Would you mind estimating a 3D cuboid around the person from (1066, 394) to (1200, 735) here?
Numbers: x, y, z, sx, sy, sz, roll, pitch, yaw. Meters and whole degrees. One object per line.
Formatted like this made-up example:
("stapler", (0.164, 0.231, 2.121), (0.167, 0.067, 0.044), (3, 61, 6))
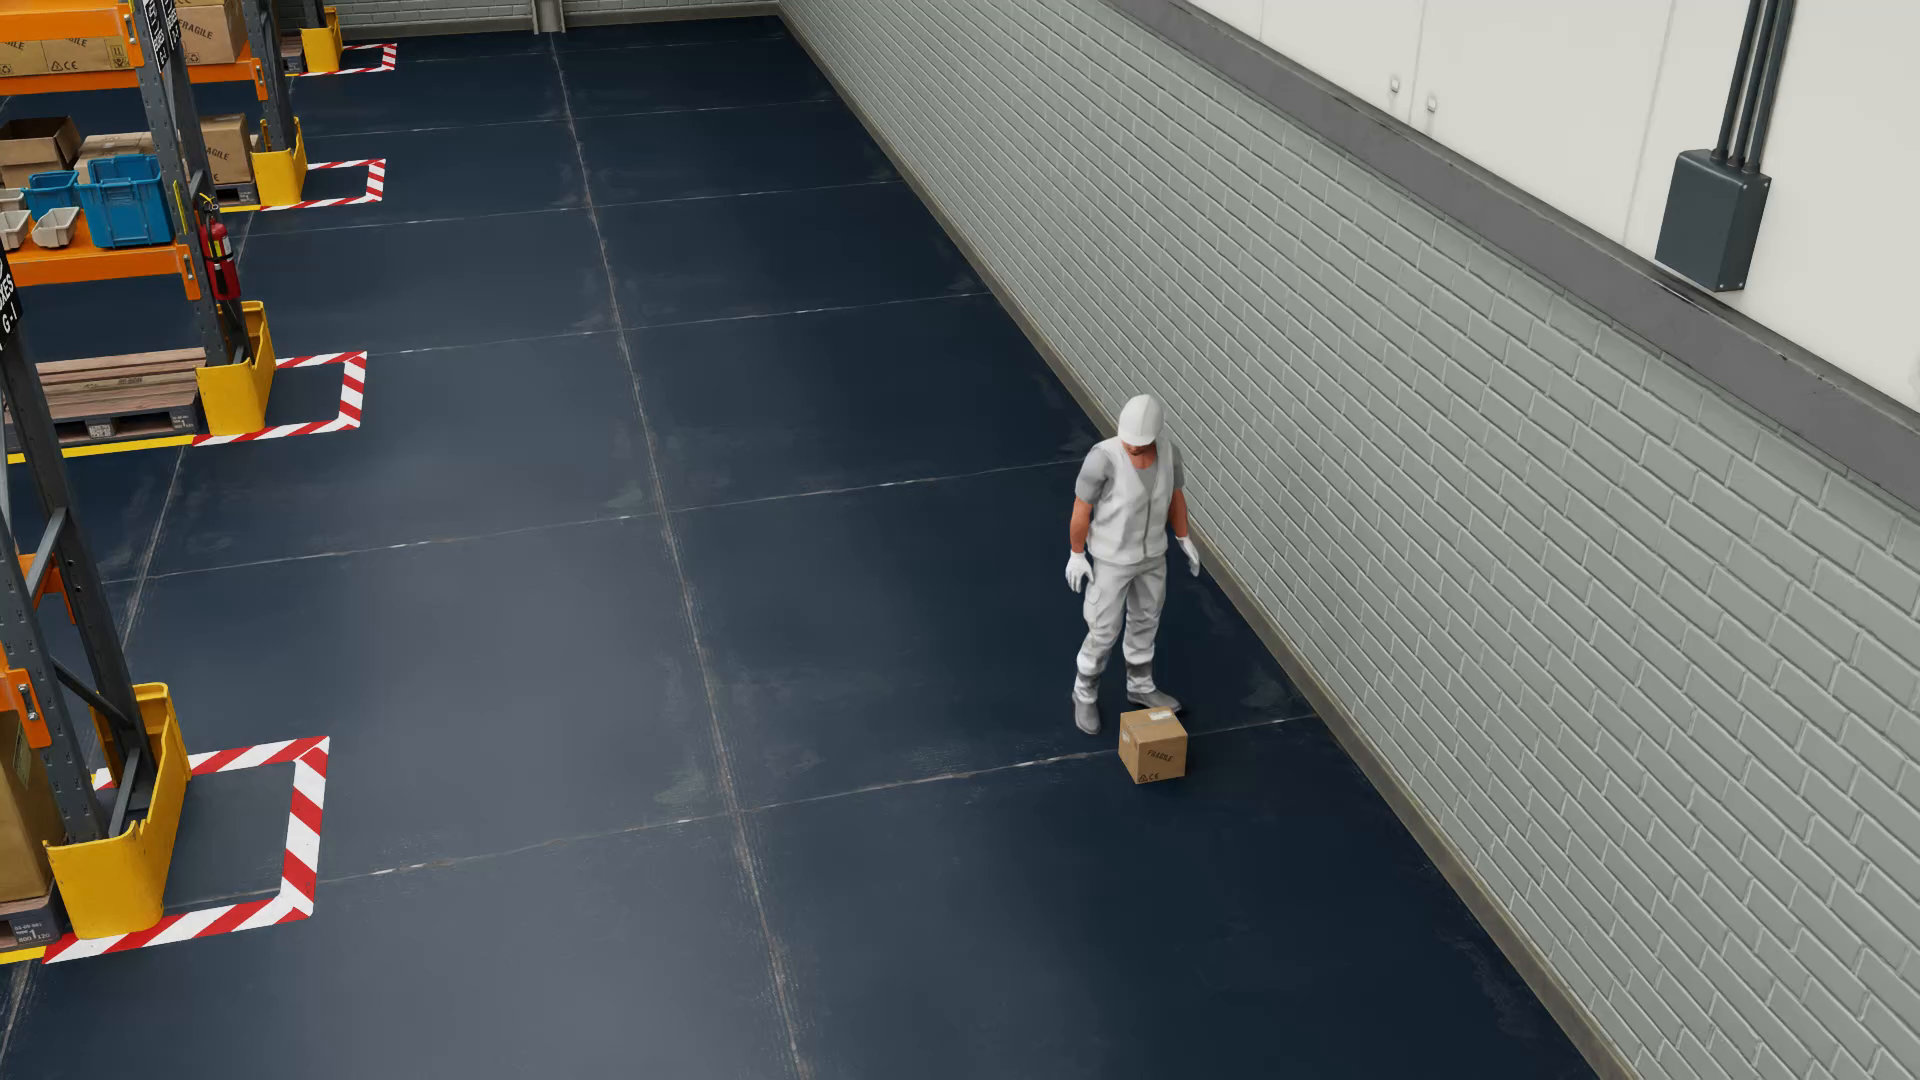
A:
("person", (0.847, 0.096, 8.052), (0.662, 1.803, 0.385), (-16, 34, -26))
